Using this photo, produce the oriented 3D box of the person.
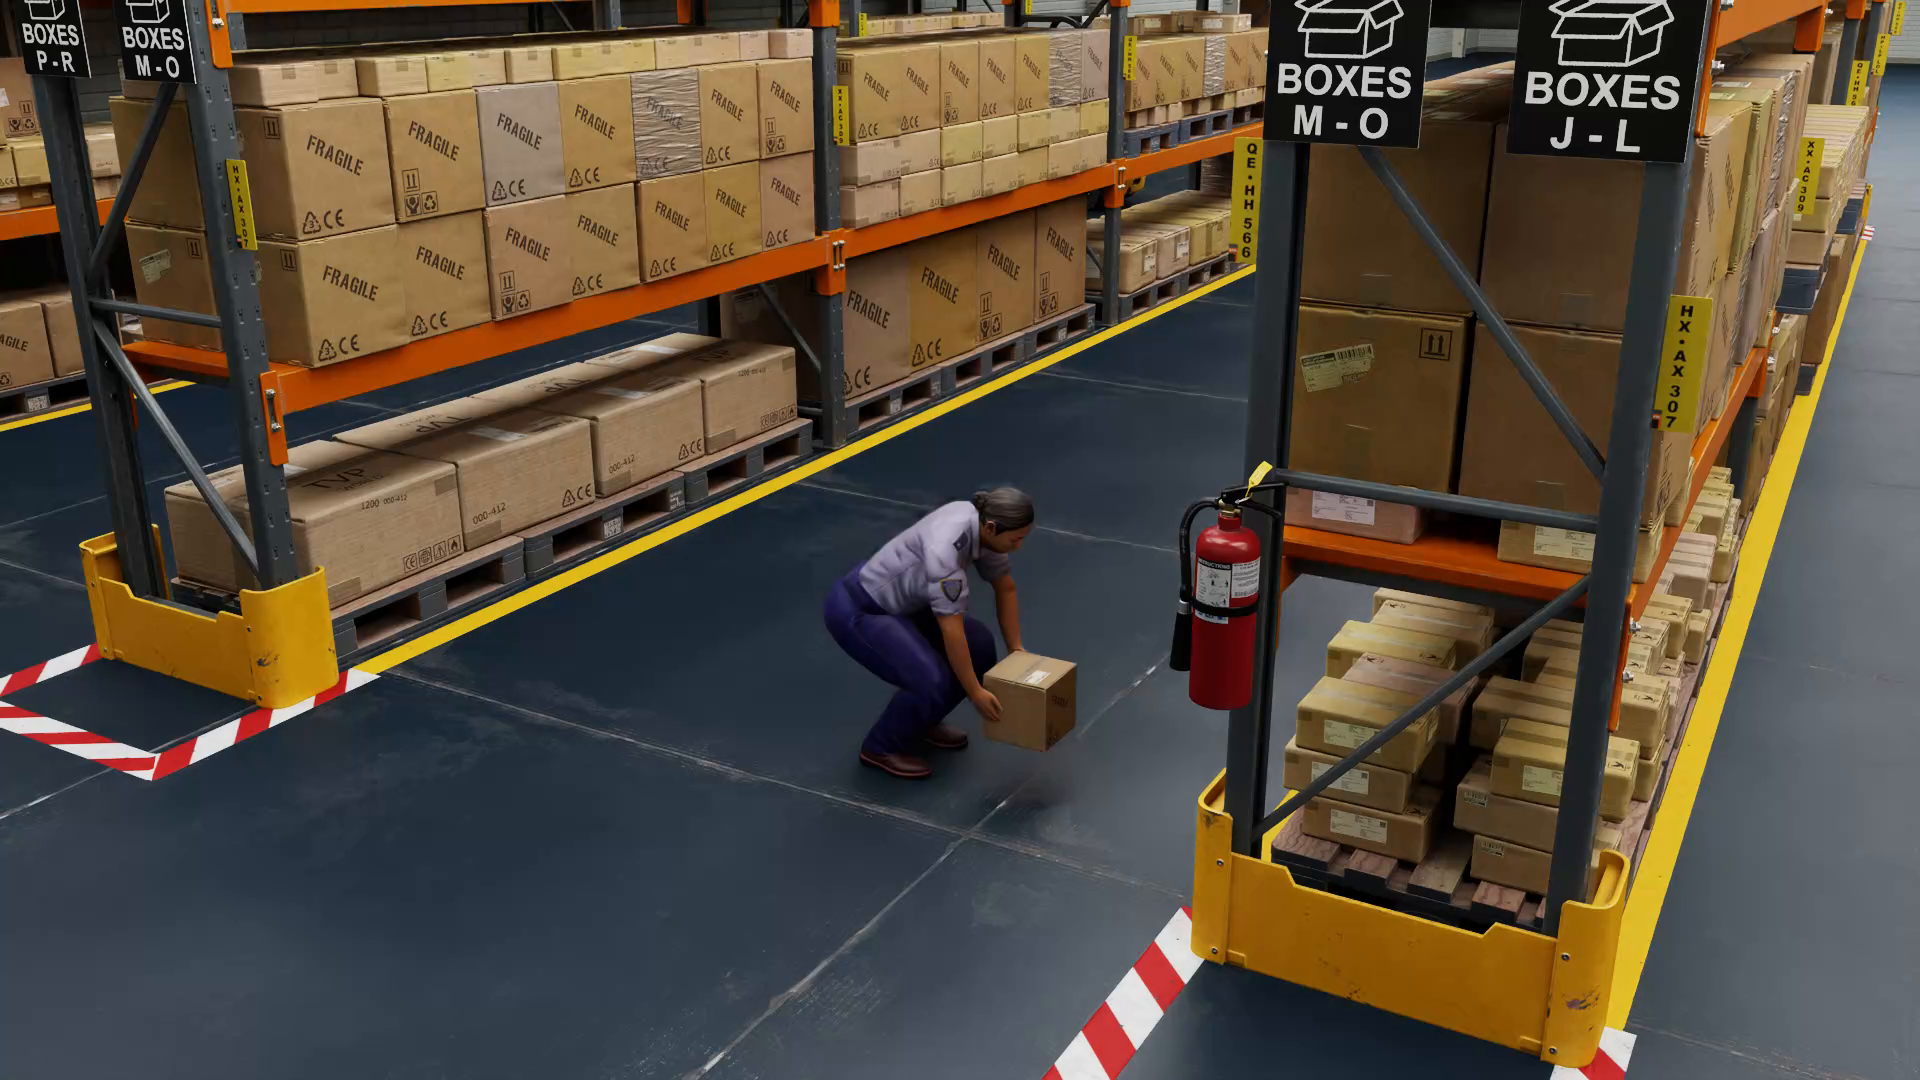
[{"bbox_3d":[-0.095,0.295,6.090,0.769,1.099,0.537,11,22,27],"label":"person"}]
